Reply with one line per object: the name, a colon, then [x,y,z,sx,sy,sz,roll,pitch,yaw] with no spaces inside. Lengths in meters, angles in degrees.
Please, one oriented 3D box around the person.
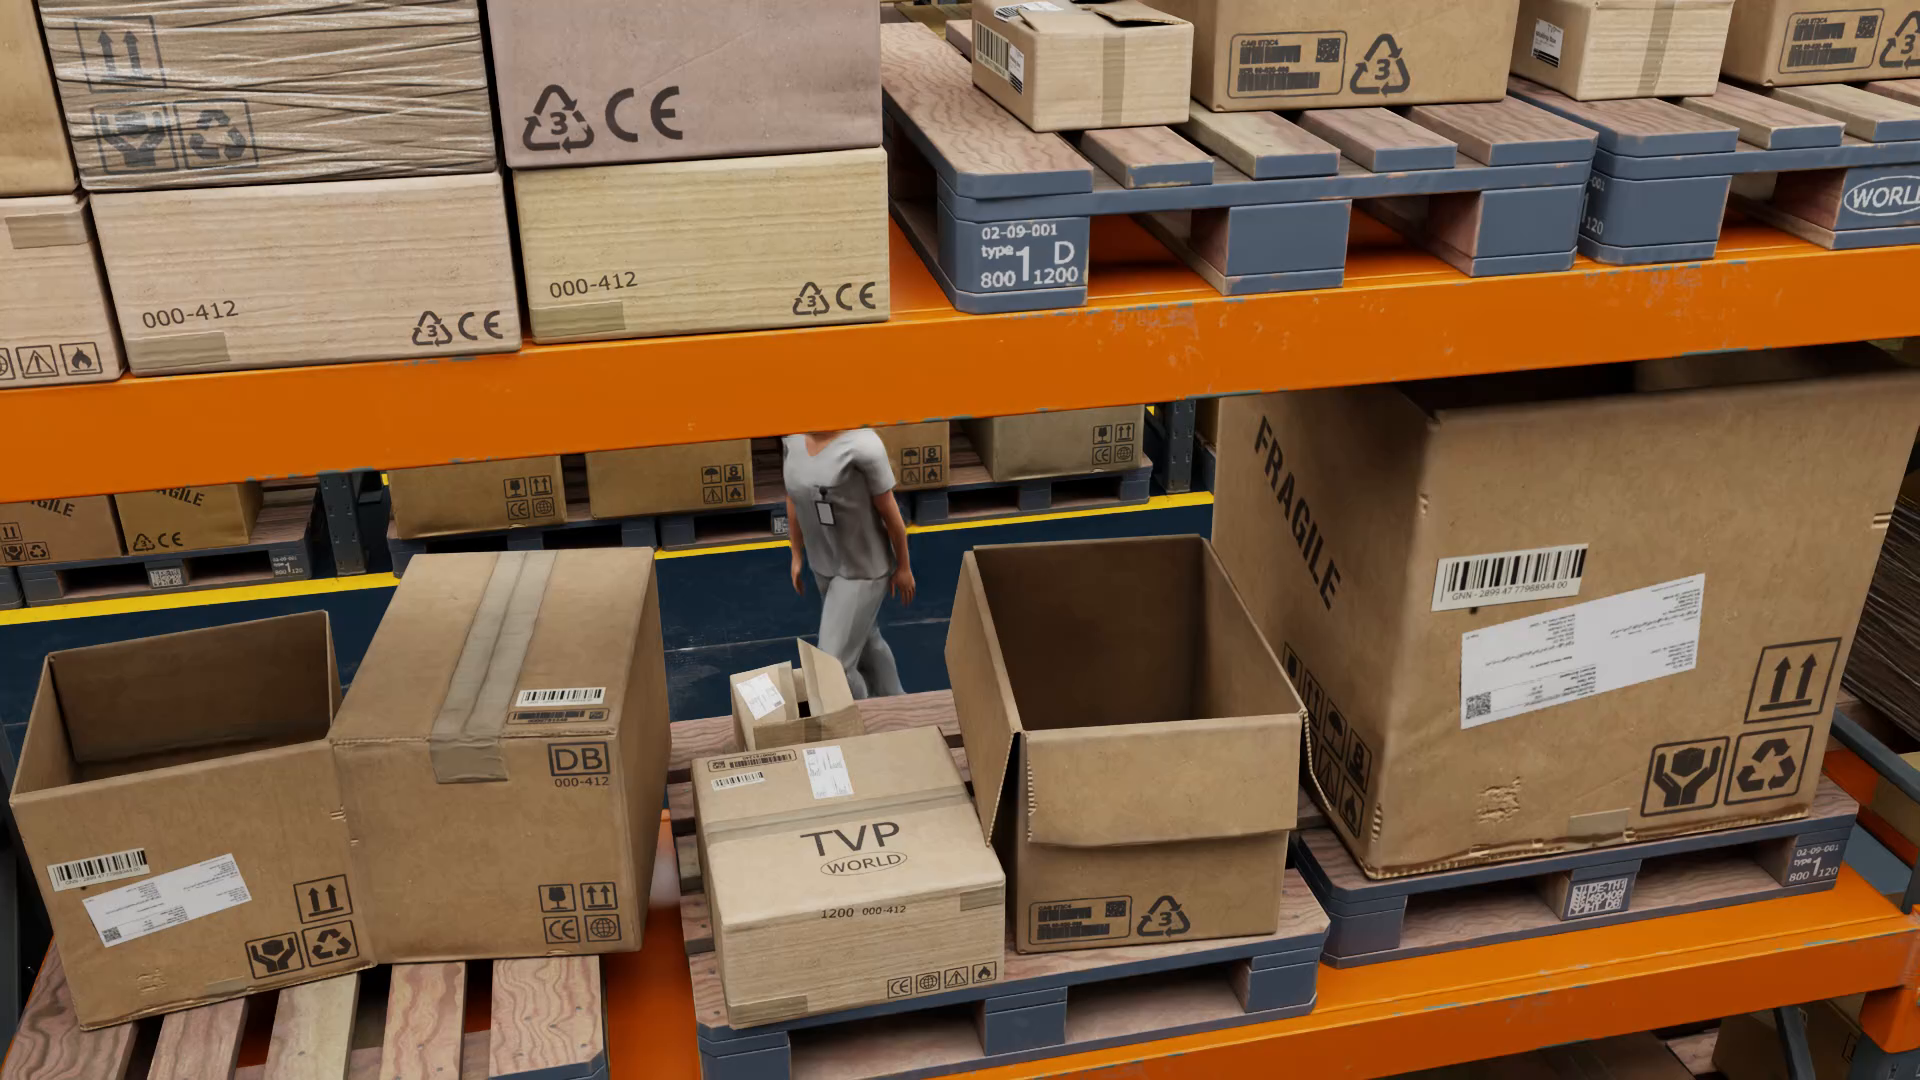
person: [-0.397,0.098,5.923,0.472,1.676,0.537,24,35,39]
